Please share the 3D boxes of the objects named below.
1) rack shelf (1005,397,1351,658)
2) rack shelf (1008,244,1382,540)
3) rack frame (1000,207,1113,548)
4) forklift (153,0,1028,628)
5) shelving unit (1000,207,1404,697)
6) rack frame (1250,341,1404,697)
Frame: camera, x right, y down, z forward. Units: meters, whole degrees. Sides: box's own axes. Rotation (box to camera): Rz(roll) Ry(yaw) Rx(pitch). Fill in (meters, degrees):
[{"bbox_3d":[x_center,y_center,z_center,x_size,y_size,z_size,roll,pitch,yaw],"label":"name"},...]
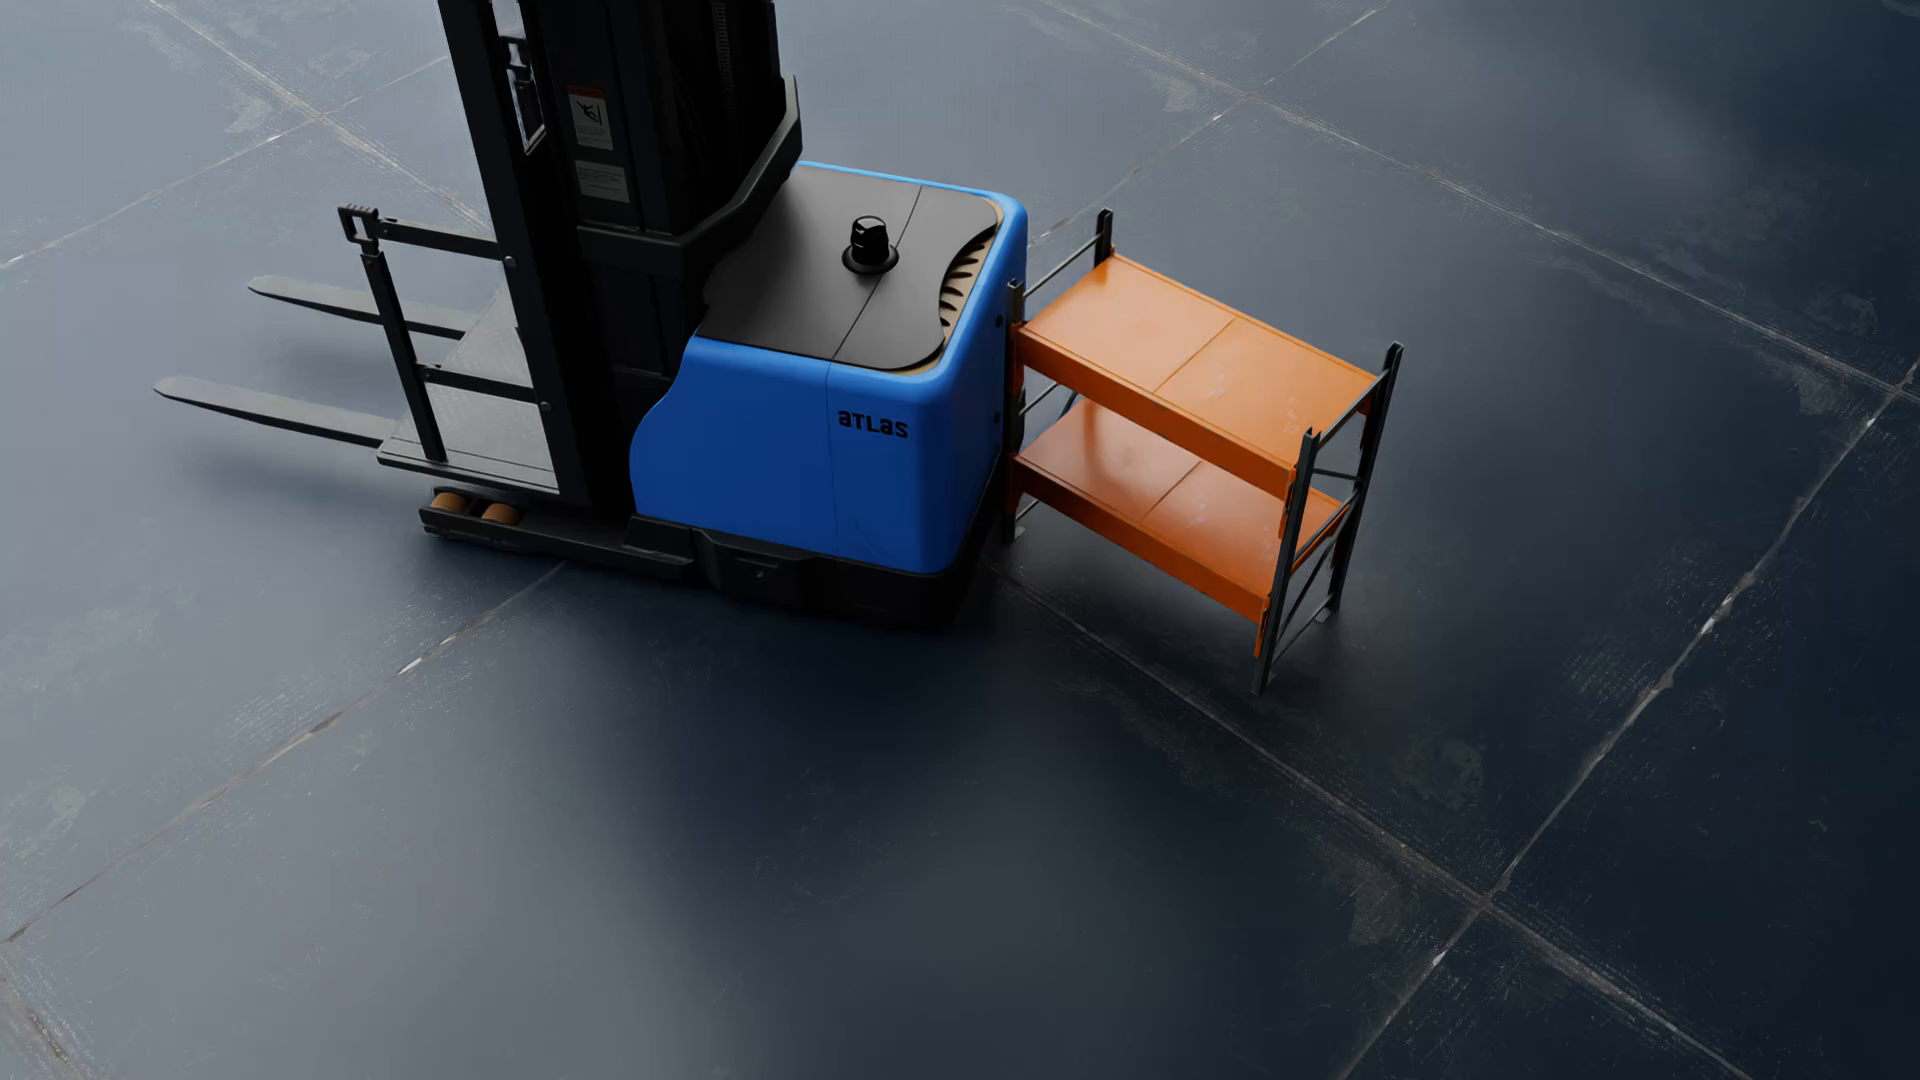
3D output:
[{"bbox_3d":[0.701,-0.102,5.410,1.000,0.278,0.538,31,54,26],"label":"rack shelf"},{"bbox_3d":[0.701,-0.470,5.018,1.000,0.278,0.538,31,54,26],"label":"rack shelf"},{"bbox_3d":[0.307,-0.504,5.452,0.032,1.125,0.500,31,54,26],"label":"rack frame"},{"bbox_3d":[-1.344,-1.324,4.983,3.031,2.935,1.130,12,48,11],"label":"forklift"},{"bbox_3d":[0.701,-0.269,5.231,1.048,1.125,0.538,31,54,26],"label":"shelving unit"},{"bbox_3d":[1.094,-0.035,5.011,0.032,1.125,0.500,31,54,26],"label":"rack frame"}]
